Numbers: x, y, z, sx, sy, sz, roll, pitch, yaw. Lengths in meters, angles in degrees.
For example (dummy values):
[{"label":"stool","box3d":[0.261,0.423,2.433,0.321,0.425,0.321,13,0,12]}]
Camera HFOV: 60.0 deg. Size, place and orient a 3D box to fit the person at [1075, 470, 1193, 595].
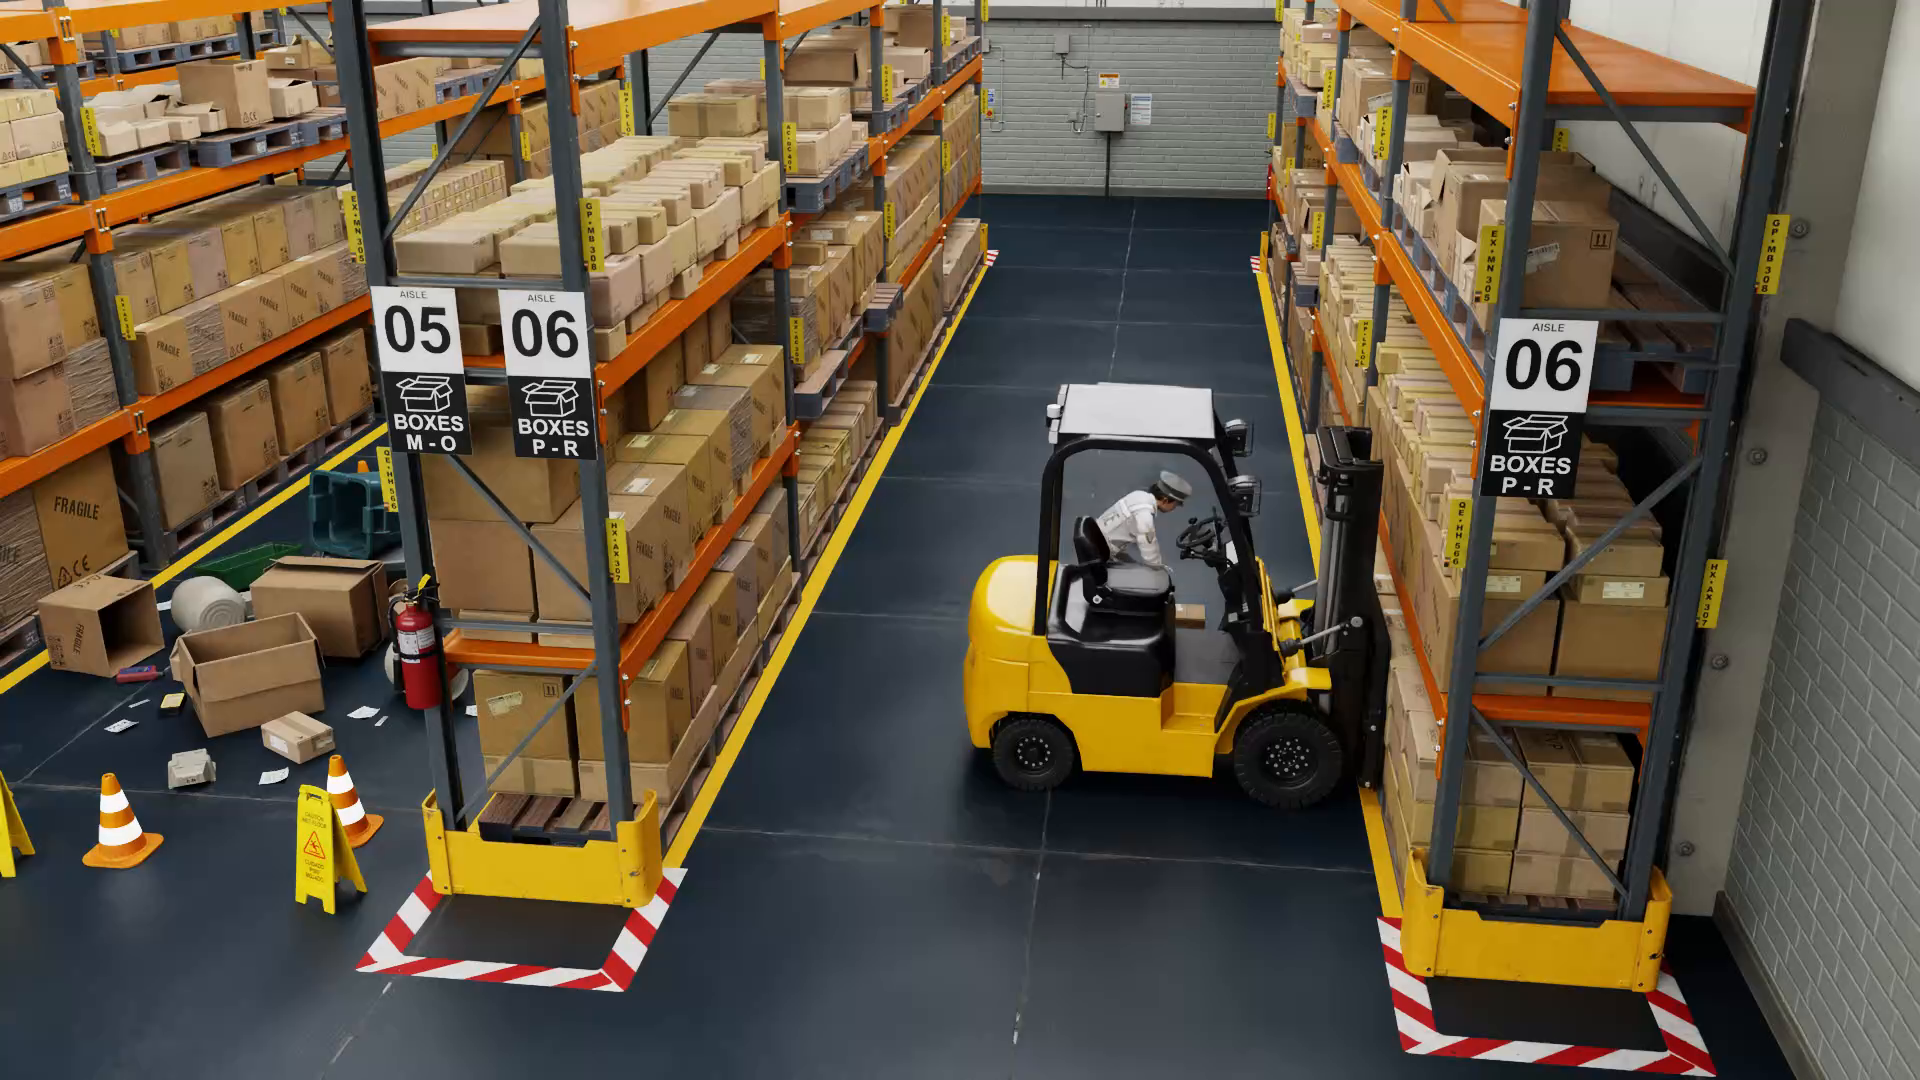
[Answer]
[{"label":"person","box3d":[1.178,0.125,11.369,0.776,1.231,0.529,3,21,6]}]
